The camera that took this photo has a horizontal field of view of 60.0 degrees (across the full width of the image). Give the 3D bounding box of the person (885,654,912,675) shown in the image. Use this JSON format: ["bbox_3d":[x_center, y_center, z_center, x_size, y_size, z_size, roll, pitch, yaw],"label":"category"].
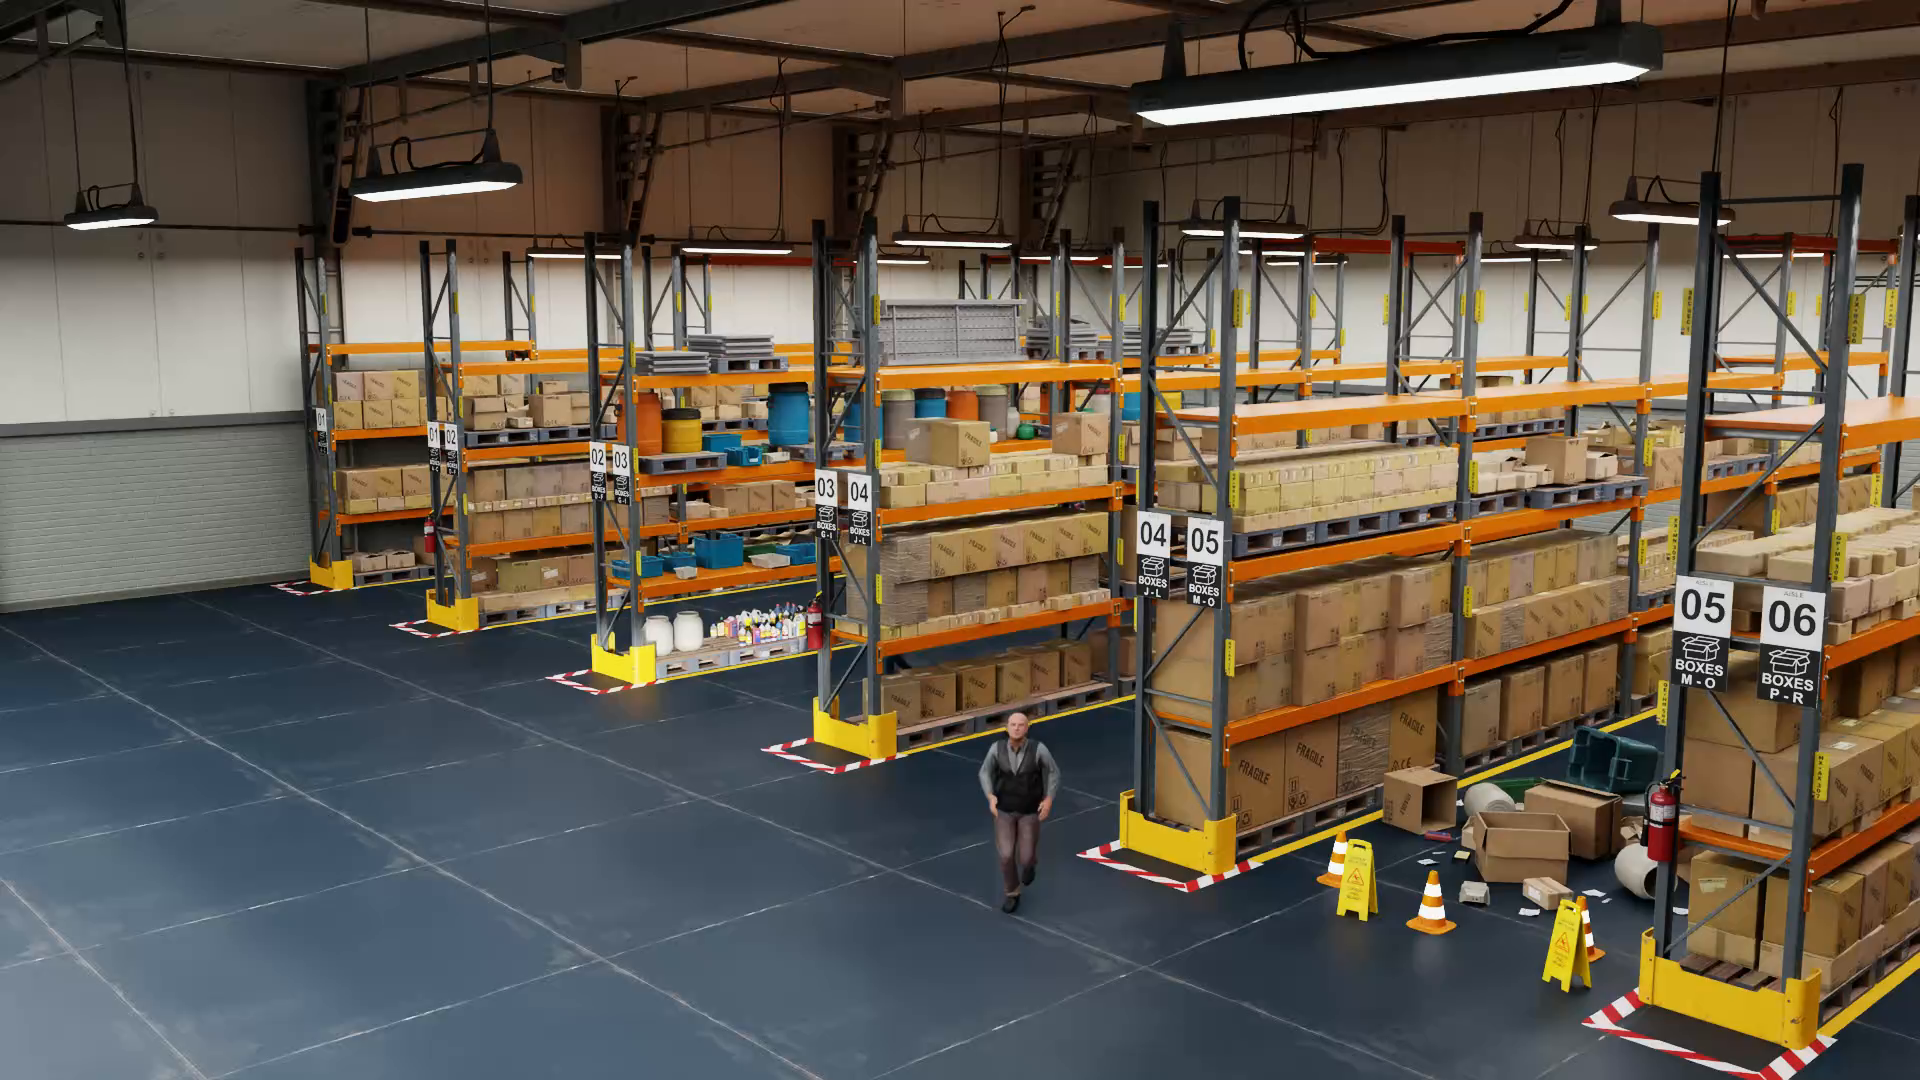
[{"bbox_3d":[-0.843,1.211,21.494,0.532,1.607,0.799,8,11,43],"label":"person"}]

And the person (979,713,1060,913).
[{"bbox_3d":[0.504,2.281,14.182,0.693,1.686,0.610,1,8,7],"label":"person"}]
